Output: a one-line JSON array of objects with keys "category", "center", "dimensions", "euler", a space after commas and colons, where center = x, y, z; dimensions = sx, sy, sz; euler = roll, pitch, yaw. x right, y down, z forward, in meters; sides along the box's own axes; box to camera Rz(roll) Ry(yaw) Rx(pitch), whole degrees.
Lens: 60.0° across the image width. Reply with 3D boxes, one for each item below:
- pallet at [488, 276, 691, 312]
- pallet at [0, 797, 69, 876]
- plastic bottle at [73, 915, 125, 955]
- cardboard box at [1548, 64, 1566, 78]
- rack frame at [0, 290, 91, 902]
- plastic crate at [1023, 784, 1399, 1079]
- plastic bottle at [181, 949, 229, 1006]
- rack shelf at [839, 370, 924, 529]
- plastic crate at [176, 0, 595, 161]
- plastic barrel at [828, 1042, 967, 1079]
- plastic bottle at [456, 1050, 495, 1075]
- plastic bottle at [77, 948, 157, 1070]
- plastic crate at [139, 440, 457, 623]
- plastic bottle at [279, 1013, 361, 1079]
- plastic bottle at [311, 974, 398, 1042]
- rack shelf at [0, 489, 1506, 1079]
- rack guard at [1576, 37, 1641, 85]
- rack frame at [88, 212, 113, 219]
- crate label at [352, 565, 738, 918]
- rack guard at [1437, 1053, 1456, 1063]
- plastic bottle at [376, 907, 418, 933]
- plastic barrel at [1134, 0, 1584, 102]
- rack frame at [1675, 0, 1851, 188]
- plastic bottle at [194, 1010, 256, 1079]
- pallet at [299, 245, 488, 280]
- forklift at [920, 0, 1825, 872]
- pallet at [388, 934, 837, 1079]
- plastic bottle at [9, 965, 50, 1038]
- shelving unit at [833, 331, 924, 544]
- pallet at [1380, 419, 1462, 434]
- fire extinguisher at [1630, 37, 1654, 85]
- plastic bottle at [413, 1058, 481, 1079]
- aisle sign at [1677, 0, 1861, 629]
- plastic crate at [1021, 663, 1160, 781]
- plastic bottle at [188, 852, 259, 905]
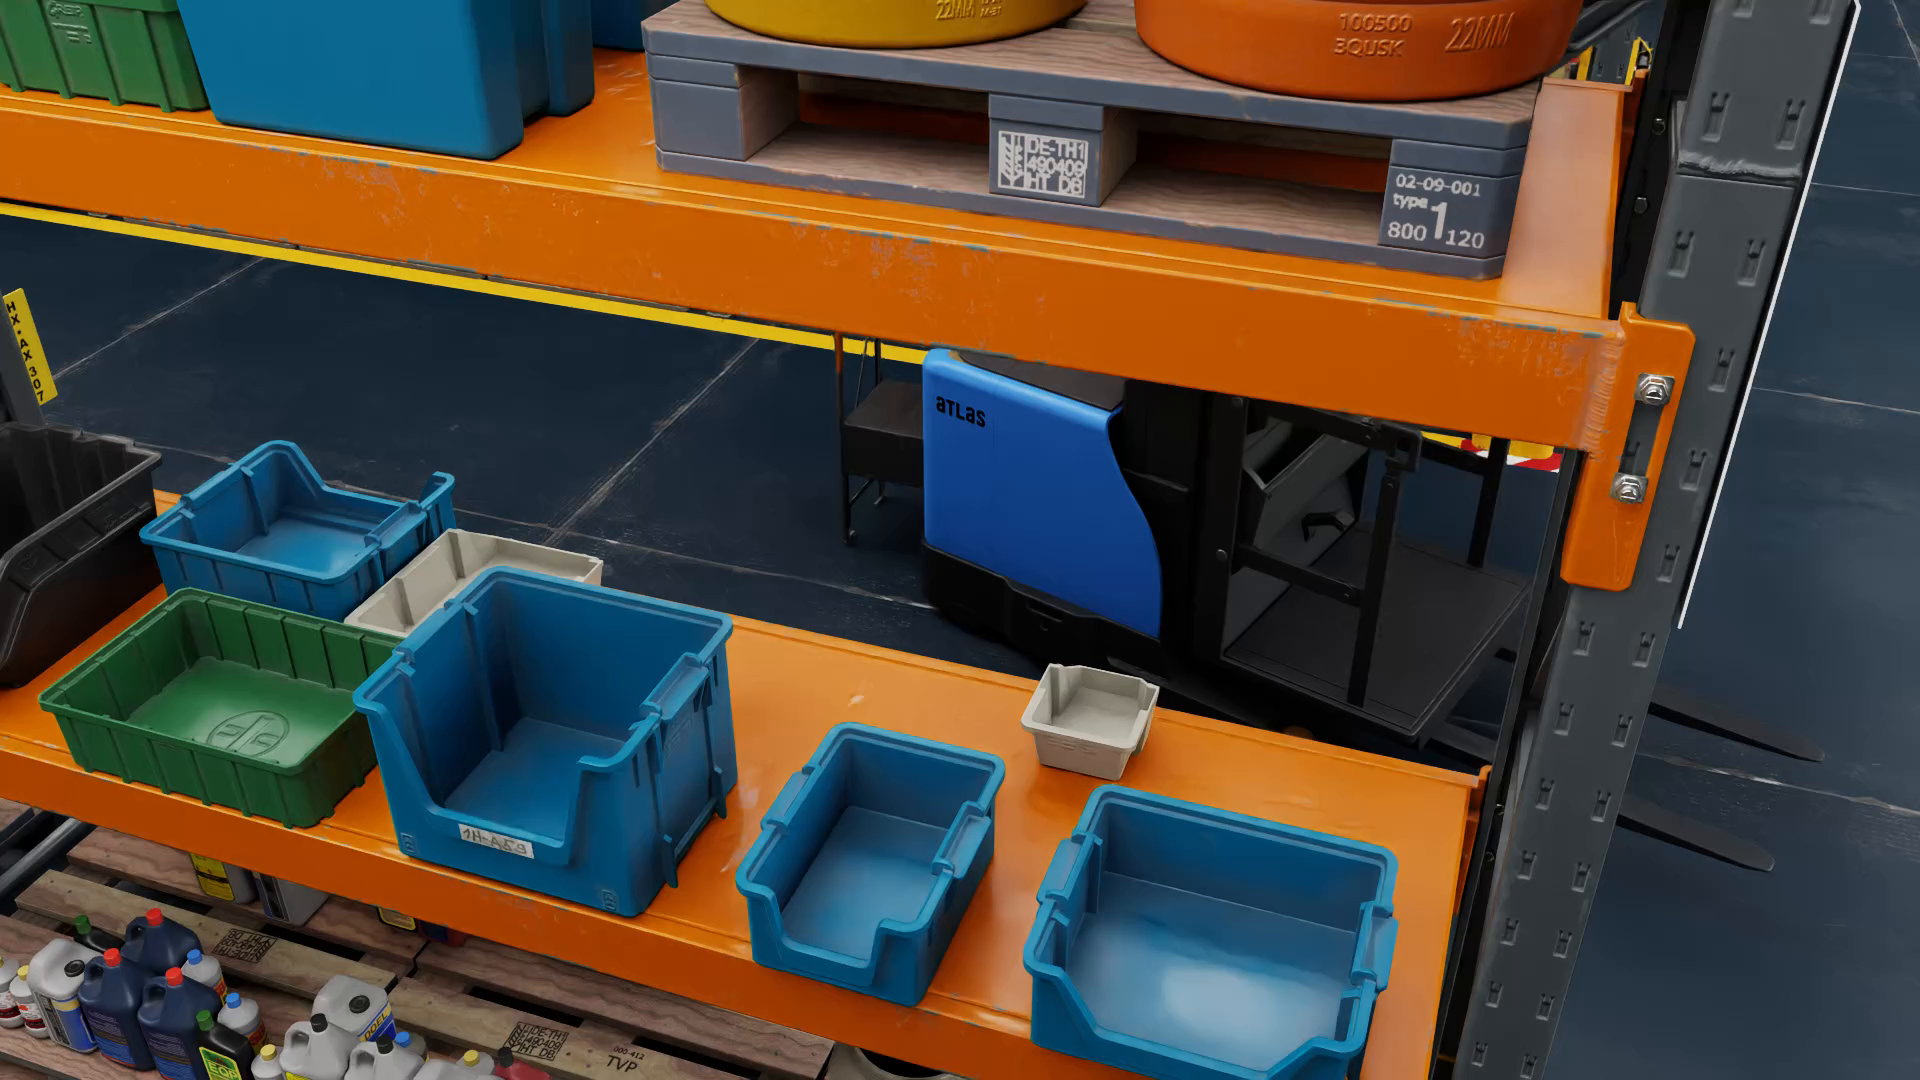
[{"category": "pallet", "center": [-1.804, -1.622, 9.067], "dimensions": [1.213, 0.211, 1.003], "euler": [11, 34, 16]}, {"category": "pallet", "center": [-3.494, 0.925, 5.122], "dimensions": [1.213, 0.211, 1.003], "euler": [11, 34, 16]}, {"category": "plastic bottle", "center": [-2.241, 1.107, 4.369], "dimensions": [0.133, 0.283, 0.061], "euler": [11, 34, 16]}, {"category": "cardboard box", "center": [2.507, -1.988, 7.295], "dimensions": [0.250, 0.149, 0.380], "euler": [11, 34, 16]}, {"category": "rack frame", "center": [-2.742, -0.122, 4.174], "dimensions": [0.127, 3.000, 1.000], "euler": [11, 34, 16]}, {"category": "plastic crate", "center": [0.451, 0.733, 2.986], "dimensions": [0.616, 0.251, 0.499], "euler": [11, 34, 16]}, {"category": "plastic bottle", "center": [-1.945, 1.164, 4.292], "dimensions": [0.097, 0.271, 0.097], "euler": [0, 33, 0]}, {"category": "rack shelf", "center": [-0.167, -0.320, 6.625], "dimensions": [0.480, 0.518, 0.431], "euler": [12, 35, 18]}, {"category": "plastic crate", "center": [-0.873, -0.839, 2.533], "dimensions": [0.575, 0.384, 0.392], "euler": [11, 34, 16]}, {"category": "plastic barrel", "center": [-0.094, 1.305, 3.869], "dimensions": [0.421, 0.512, 0.421], "euler": [0, 33, 0]}, {"category": "plastic bottle", "center": [-1.187, 1.336, 4.090], "dimensions": [0.097, 0.201, 0.097], "euler": [0, 33, 0]}, {"category": "plastic bottle", "center": [-2.122, 1.165, 4.216], "dimensions": [0.185, 0.351, 0.144], "euler": [12, 35, 18]}, {"category": "plastic crate", "center": [-1.608, 0.004, 4.115], "dimensions": [0.616, 0.251, 0.499], "euler": [11, 34, 16]}, {"category": "plastic bottle", "center": [-1.544, 1.278, 4.042], "dimensions": [0.185, 0.351, 0.144], "euler": [11, 34, 16]}, {"category": "plastic bottle", "center": [-1.518, 1.229, 4.187], "dimensions": [0.135, 0.276, 0.152], "euler": [11, 34, 16]}, {"category": "rack shelf", "center": [-0.859, 0.546, 3.802], "dimensions": [4.000, 0.370, 1.077], "euler": [11, 34, 16]}, {"category": "rack guard", "center": [4.486, -3.379, 11.522], "dimensions": [0.348, 0.500, 1.175], "euler": [11, 34, 16]}, {"category": "rack frame", "center": [-4.836, -3.383, 9.225], "dimensions": [0.127, 3.000, 1.000], "euler": [11, 34, 16]}, {"category": "crate label", "center": [-0.800, 0.396, 3.338], "dimensions": [0.616, 0.435, 0.502], "euler": [11, 34, 16]}, {"category": "rack guard", "center": [0.936, 1.670, 3.703], "dimensions": [0.348, 0.500, 1.175], "euler": [11, 34, 16]}, {"category": "plastic bottle", "center": [-1.564, 0.956, 4.602], "dimensions": [0.133, 0.283, 0.061], "euler": [11, 34, 16]}, {"category": "plastic barrel", "center": [0.523, -1.031, 2.033], "dimensions": [0.708, 0.830, 0.600], "euler": [11, 34, 16]}, {"category": "rack frame", "center": [1.024, -1.911, 1.413], "dimensions": [0.127, 3.000, 1.000], "euler": [11, 34, 16]}, {"category": "plastic bottle", "center": [-1.803, 1.280, 4.101], "dimensions": [0.133, 0.283, 0.061], "euler": [13, 35, 19]}, {"category": "pallet", "center": [-2.957, -1.844, 9.411], "dimensions": [1.213, 0.211, 1.003], "euler": [11, 34, 16]}, {"category": "forklift", "center": [1.340, -0.712, 5.150], "dimensions": [3.031, 2.935, 1.130], "euler": [22, 39, 30]}, {"category": "pallet", "center": [-0.971, 1.416, 4.363], "dimensions": [1.213, 0.211, 1.003], "euler": [11, 34, 16]}, {"category": "plastic bottle", "center": [-2.398, 1.188, 4.319], "dimensions": [0.097, 0.201, 0.097], "euler": [0, 33, 0]}, {"category": "shelving unit", "center": [-0.167, -0.919, 6.238], "dimensions": [0.503, 2.100, 0.431], "euler": [12, 35, 18]}, {"category": "pallet", "center": [1.870, -0.928, 7.993], "dimensions": [1.213, 0.211, 1.003], "euler": [11, 34, 16]}, {"category": "fire extinguisher", "center": [2.647, -1.631, 6.581], "dimensions": [0.183, 0.674, 0.296], "euler": [11, 34, 16]}, {"category": "plastic bottle", "center": [-1.212, 1.371, 3.966], "dimensions": [0.135, 0.276, 0.152], "euler": [10, 34, 15]}, {"category": "aisle sign", "center": [0.991, -0.318, 2.080], "dimensions": [0.004, 0.787, 0.394], "euler": [11, 34, 16]}, {"category": "plastic crate", "center": [0.290, 0.392, 3.620], "dimensions": [0.250, 0.136, 0.298], "euler": [11, 34, 16]}, {"category": "plastic bottle", "center": [-2.087, 0.850, 4.704], "dimensions": [0.185, 0.351, 0.144], "euler": [11, 34, 16]}]
